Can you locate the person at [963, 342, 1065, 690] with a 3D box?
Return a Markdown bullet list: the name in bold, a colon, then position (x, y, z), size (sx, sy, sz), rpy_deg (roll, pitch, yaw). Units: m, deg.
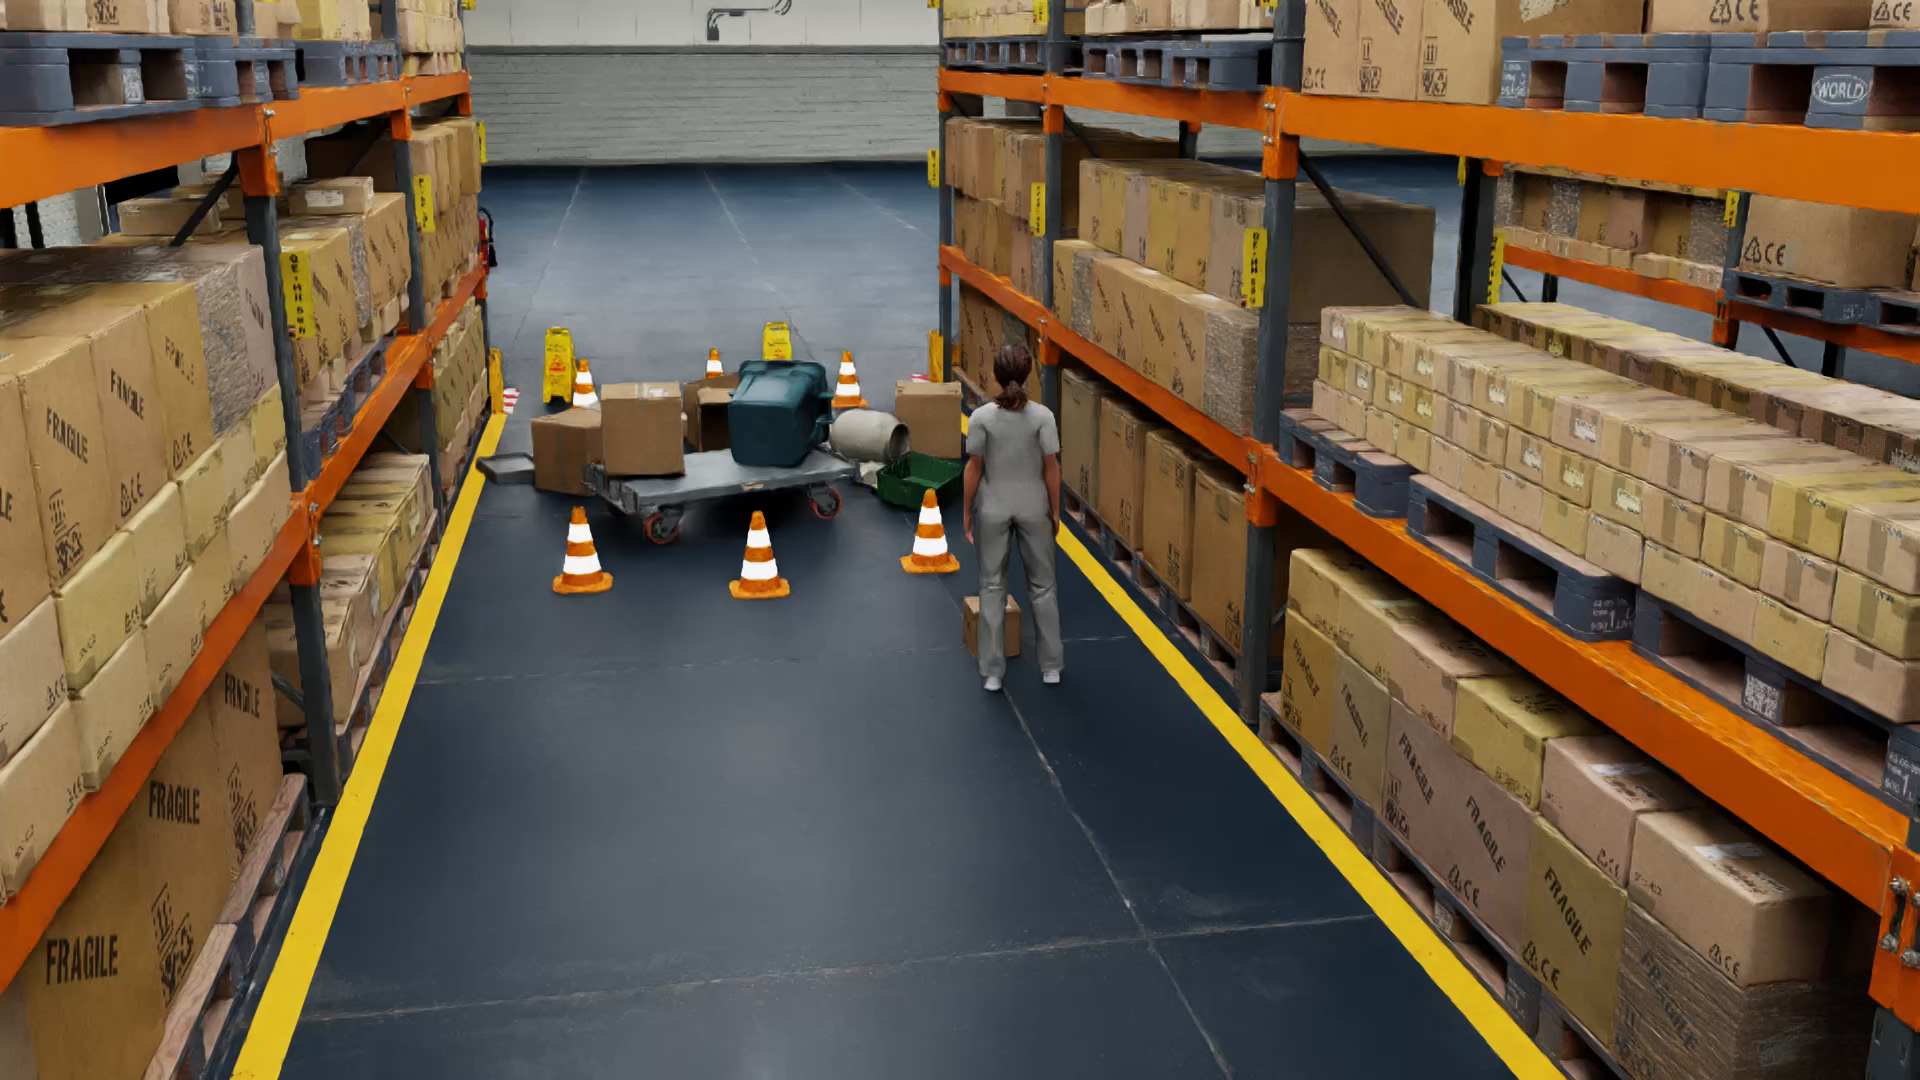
- **person**: position (0.264, -0.120, 7.929), size (0.498, 1.668, 0.451), rpy_deg (0, 16, 2)
